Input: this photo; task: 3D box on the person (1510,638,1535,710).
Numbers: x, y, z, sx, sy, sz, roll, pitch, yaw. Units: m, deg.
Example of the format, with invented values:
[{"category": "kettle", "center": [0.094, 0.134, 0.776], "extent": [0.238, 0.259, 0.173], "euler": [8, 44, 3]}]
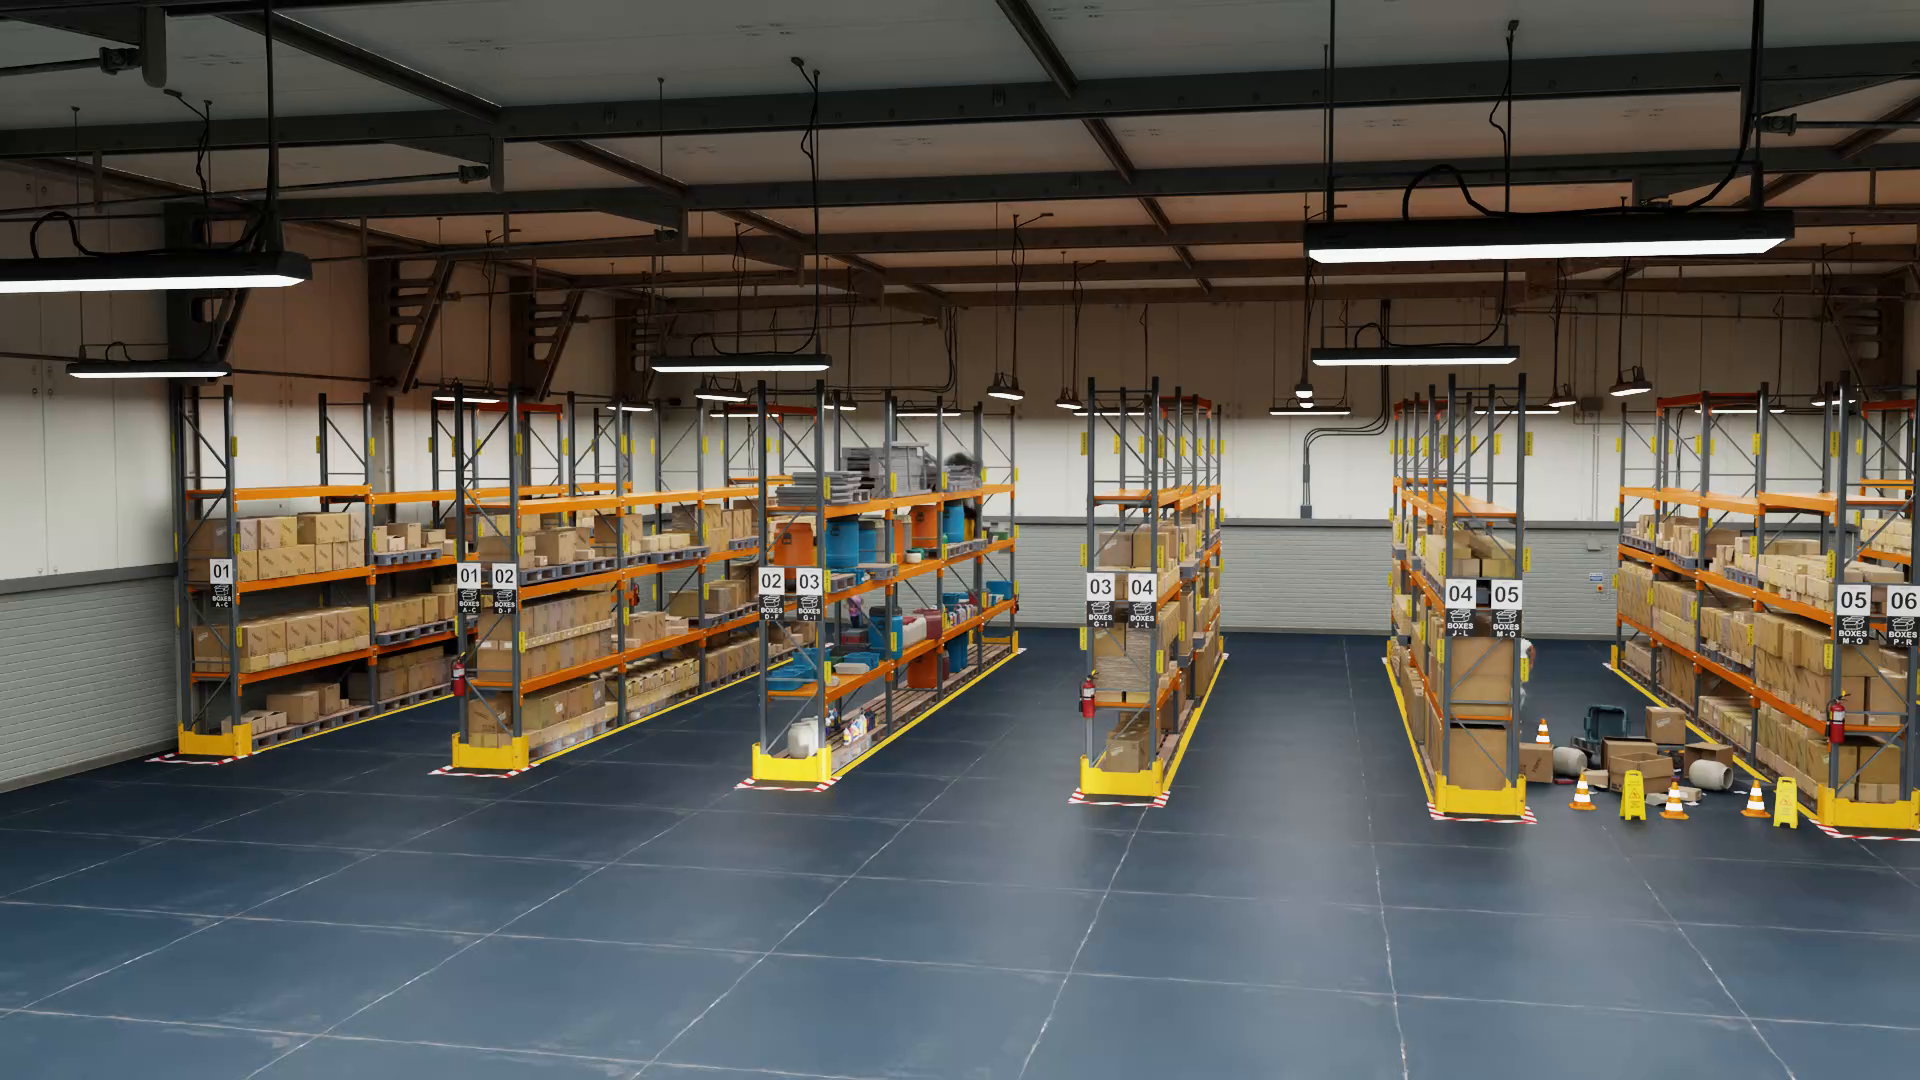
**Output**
[{"category": "person", "center": [10.583, 2.469, 31.590], "extent": [0.685, 1.564, 0.901], "euler": [0, 3, 1]}]

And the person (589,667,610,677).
[{"category": "person", "center": [-7.287, 2.294, 33.597], "extent": [0.631, 1.716, 0.642], "euler": [-1, 3, -21]}]

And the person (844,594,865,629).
[{"category": "person", "center": [-2.645, 1.901, 41.837], "extent": [0.576, 1.544, 0.737], "euler": [-1, 3, -20]}]
